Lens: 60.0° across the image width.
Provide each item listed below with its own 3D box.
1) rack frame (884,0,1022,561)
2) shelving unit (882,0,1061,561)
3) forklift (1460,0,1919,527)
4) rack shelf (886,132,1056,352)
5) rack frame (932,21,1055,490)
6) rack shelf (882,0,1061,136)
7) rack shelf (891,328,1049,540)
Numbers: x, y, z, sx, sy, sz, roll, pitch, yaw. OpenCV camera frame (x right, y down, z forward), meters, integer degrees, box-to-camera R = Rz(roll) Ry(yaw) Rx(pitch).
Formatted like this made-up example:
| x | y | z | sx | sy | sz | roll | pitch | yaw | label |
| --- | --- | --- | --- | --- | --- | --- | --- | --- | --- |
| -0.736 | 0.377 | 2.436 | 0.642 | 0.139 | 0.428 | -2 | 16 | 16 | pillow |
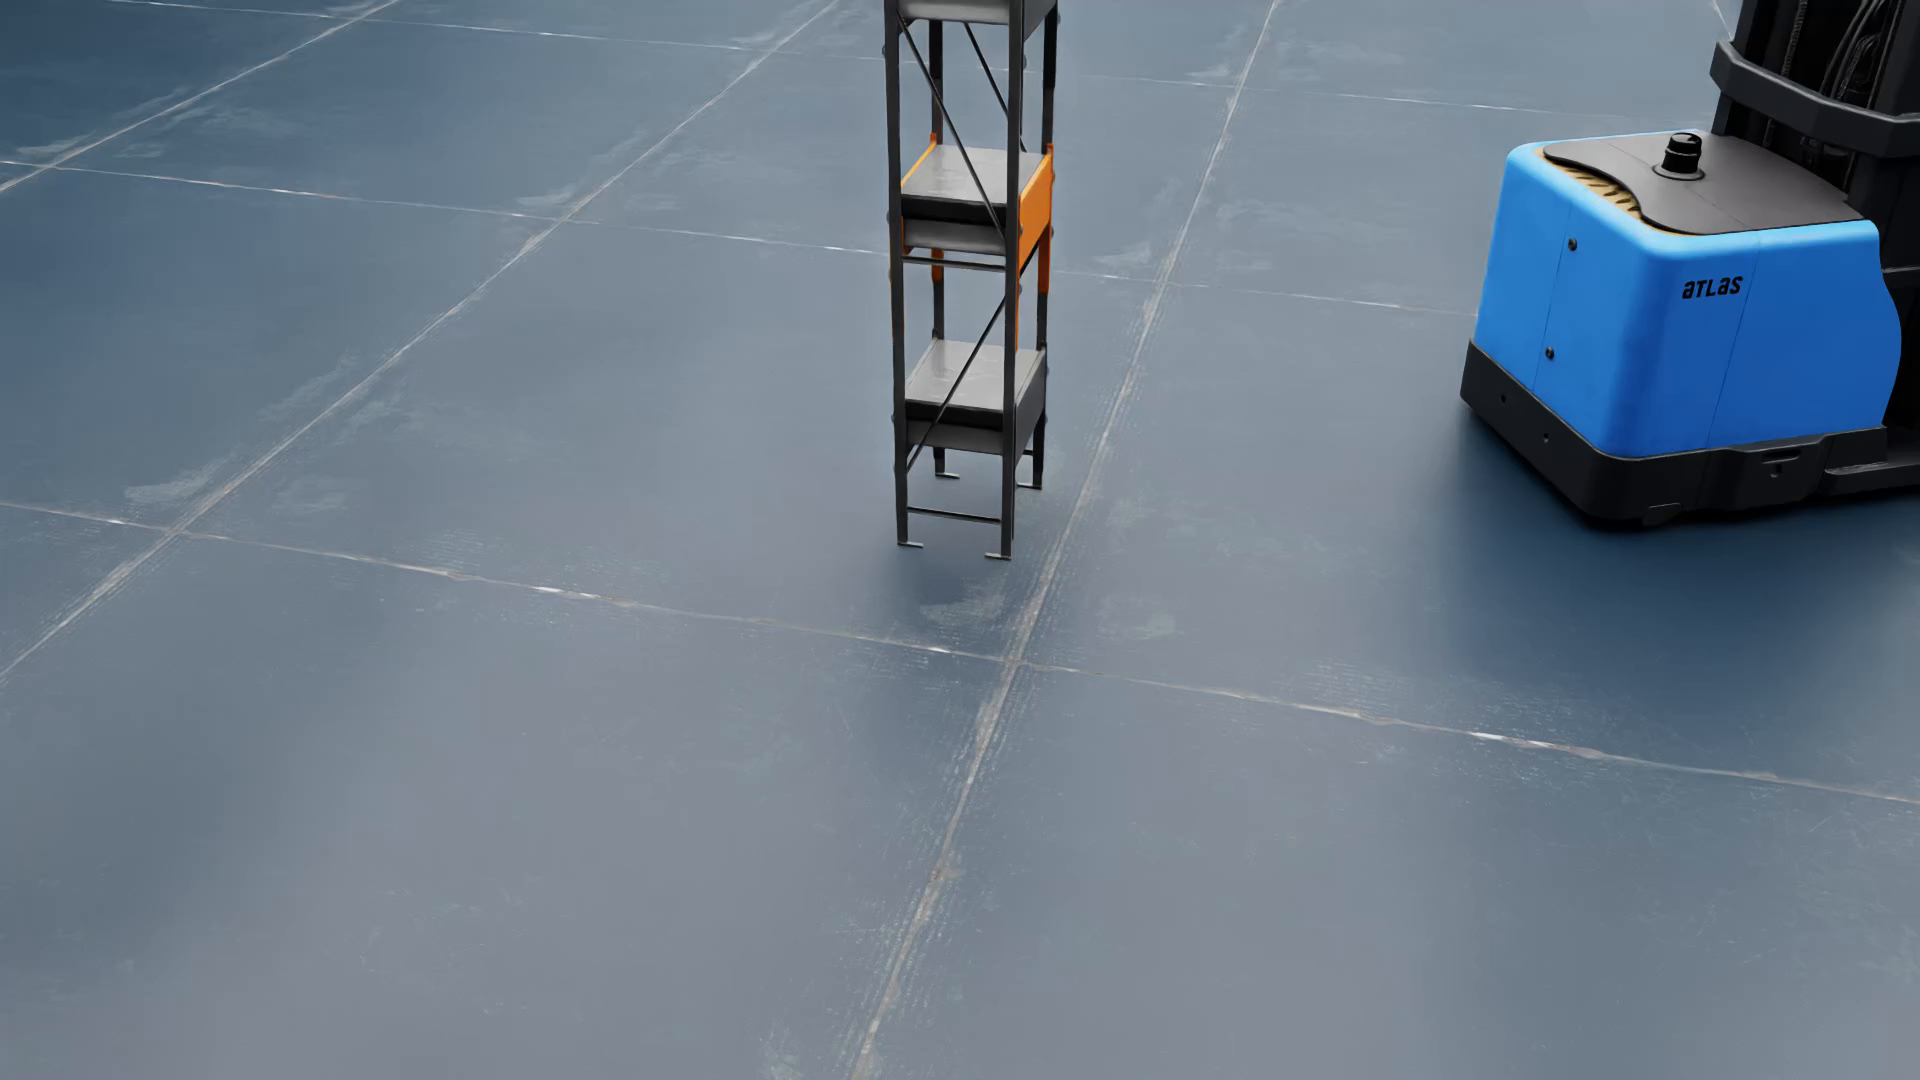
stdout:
| x | y | z | sx | sy | sz | roll | pitch | yaw | label |
| --- | --- | --- | --- | --- | --- | --- | --- | --- | --- |
| -0.020 | -0.845 | 5.123 | 0.400 | 2.100 | 0.015 | 8 | 33 | 12 | rack frame |
| 0.042 | -0.972 | 5.322 | 0.431 | 2.100 | 0.503 | 8 | 33 | 12 | shelving unit |
| 3.528 | -1.696 | 5.685 | 3.031 | 2.935 | 1.130 | -7 | 33 | -11 | forklift |
| 0.042 | -0.960 | 5.329 | 0.431 | 0.518 | 0.480 | 8 | 33 | 12 | rack shelf |
| 0.104 | -1.099 | 5.521 | 0.400 | 2.100 | 0.015 | 8 | 33 | 12 | rack frame |
| 0.042 | -1.551 | 4.954 | 0.431 | 0.518 | 0.480 | 8 | 33 | 12 | rack shelf |
| 0.042 | -0.370 | 5.705 | 0.431 | 0.518 | 0.480 | 8 | 33 | 12 | rack shelf |
